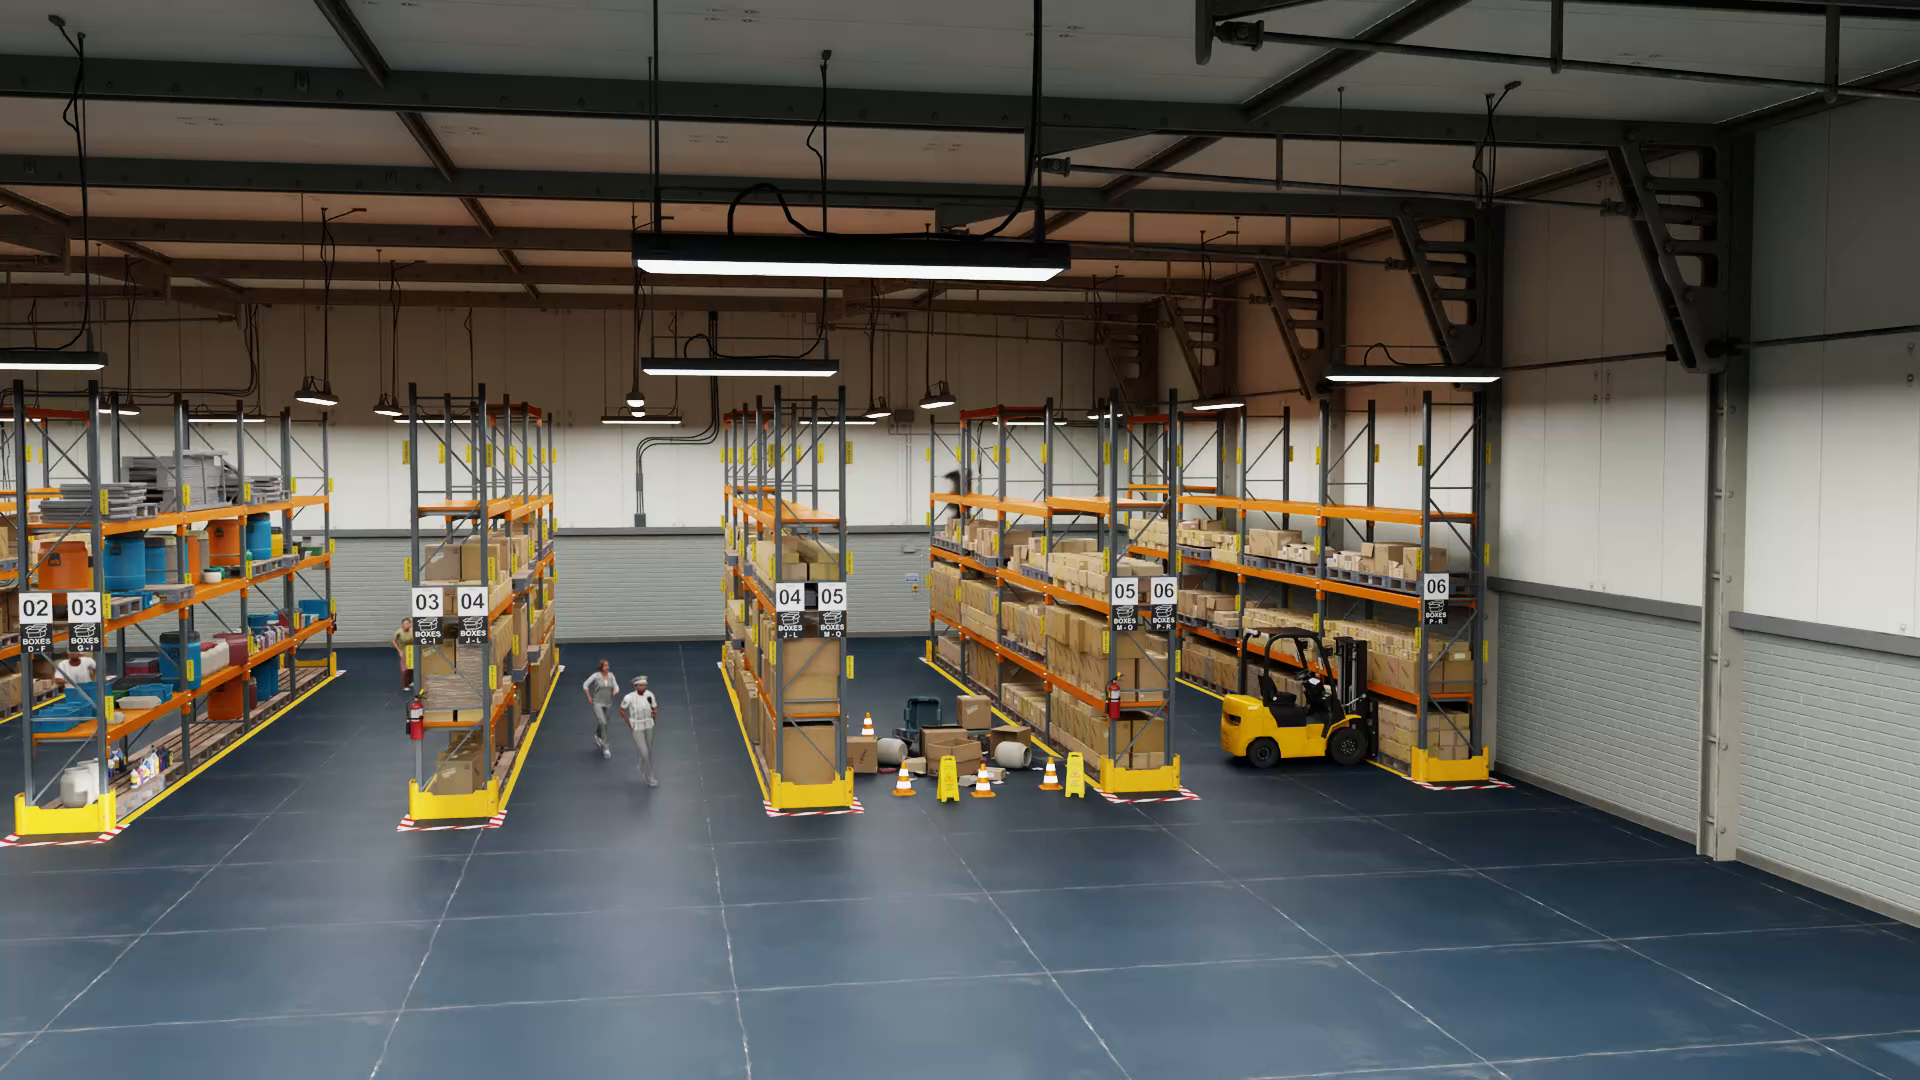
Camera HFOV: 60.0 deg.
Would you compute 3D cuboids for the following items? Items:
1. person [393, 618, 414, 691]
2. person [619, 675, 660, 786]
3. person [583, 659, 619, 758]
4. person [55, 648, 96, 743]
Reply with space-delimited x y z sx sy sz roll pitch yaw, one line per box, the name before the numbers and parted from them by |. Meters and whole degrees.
person | -11.798 2.420 35.428 0.587 1.578 0.774 -2 3 -34
person | -4.846 2.866 25.273 0.570 1.660 0.858 -2 4 -36
person | -6.005 2.789 27.837 0.566 1.612 0.891 -2 4 -34
person | -15.405 2.663 29.041 0.642 1.707 0.968 -1 3 -18
